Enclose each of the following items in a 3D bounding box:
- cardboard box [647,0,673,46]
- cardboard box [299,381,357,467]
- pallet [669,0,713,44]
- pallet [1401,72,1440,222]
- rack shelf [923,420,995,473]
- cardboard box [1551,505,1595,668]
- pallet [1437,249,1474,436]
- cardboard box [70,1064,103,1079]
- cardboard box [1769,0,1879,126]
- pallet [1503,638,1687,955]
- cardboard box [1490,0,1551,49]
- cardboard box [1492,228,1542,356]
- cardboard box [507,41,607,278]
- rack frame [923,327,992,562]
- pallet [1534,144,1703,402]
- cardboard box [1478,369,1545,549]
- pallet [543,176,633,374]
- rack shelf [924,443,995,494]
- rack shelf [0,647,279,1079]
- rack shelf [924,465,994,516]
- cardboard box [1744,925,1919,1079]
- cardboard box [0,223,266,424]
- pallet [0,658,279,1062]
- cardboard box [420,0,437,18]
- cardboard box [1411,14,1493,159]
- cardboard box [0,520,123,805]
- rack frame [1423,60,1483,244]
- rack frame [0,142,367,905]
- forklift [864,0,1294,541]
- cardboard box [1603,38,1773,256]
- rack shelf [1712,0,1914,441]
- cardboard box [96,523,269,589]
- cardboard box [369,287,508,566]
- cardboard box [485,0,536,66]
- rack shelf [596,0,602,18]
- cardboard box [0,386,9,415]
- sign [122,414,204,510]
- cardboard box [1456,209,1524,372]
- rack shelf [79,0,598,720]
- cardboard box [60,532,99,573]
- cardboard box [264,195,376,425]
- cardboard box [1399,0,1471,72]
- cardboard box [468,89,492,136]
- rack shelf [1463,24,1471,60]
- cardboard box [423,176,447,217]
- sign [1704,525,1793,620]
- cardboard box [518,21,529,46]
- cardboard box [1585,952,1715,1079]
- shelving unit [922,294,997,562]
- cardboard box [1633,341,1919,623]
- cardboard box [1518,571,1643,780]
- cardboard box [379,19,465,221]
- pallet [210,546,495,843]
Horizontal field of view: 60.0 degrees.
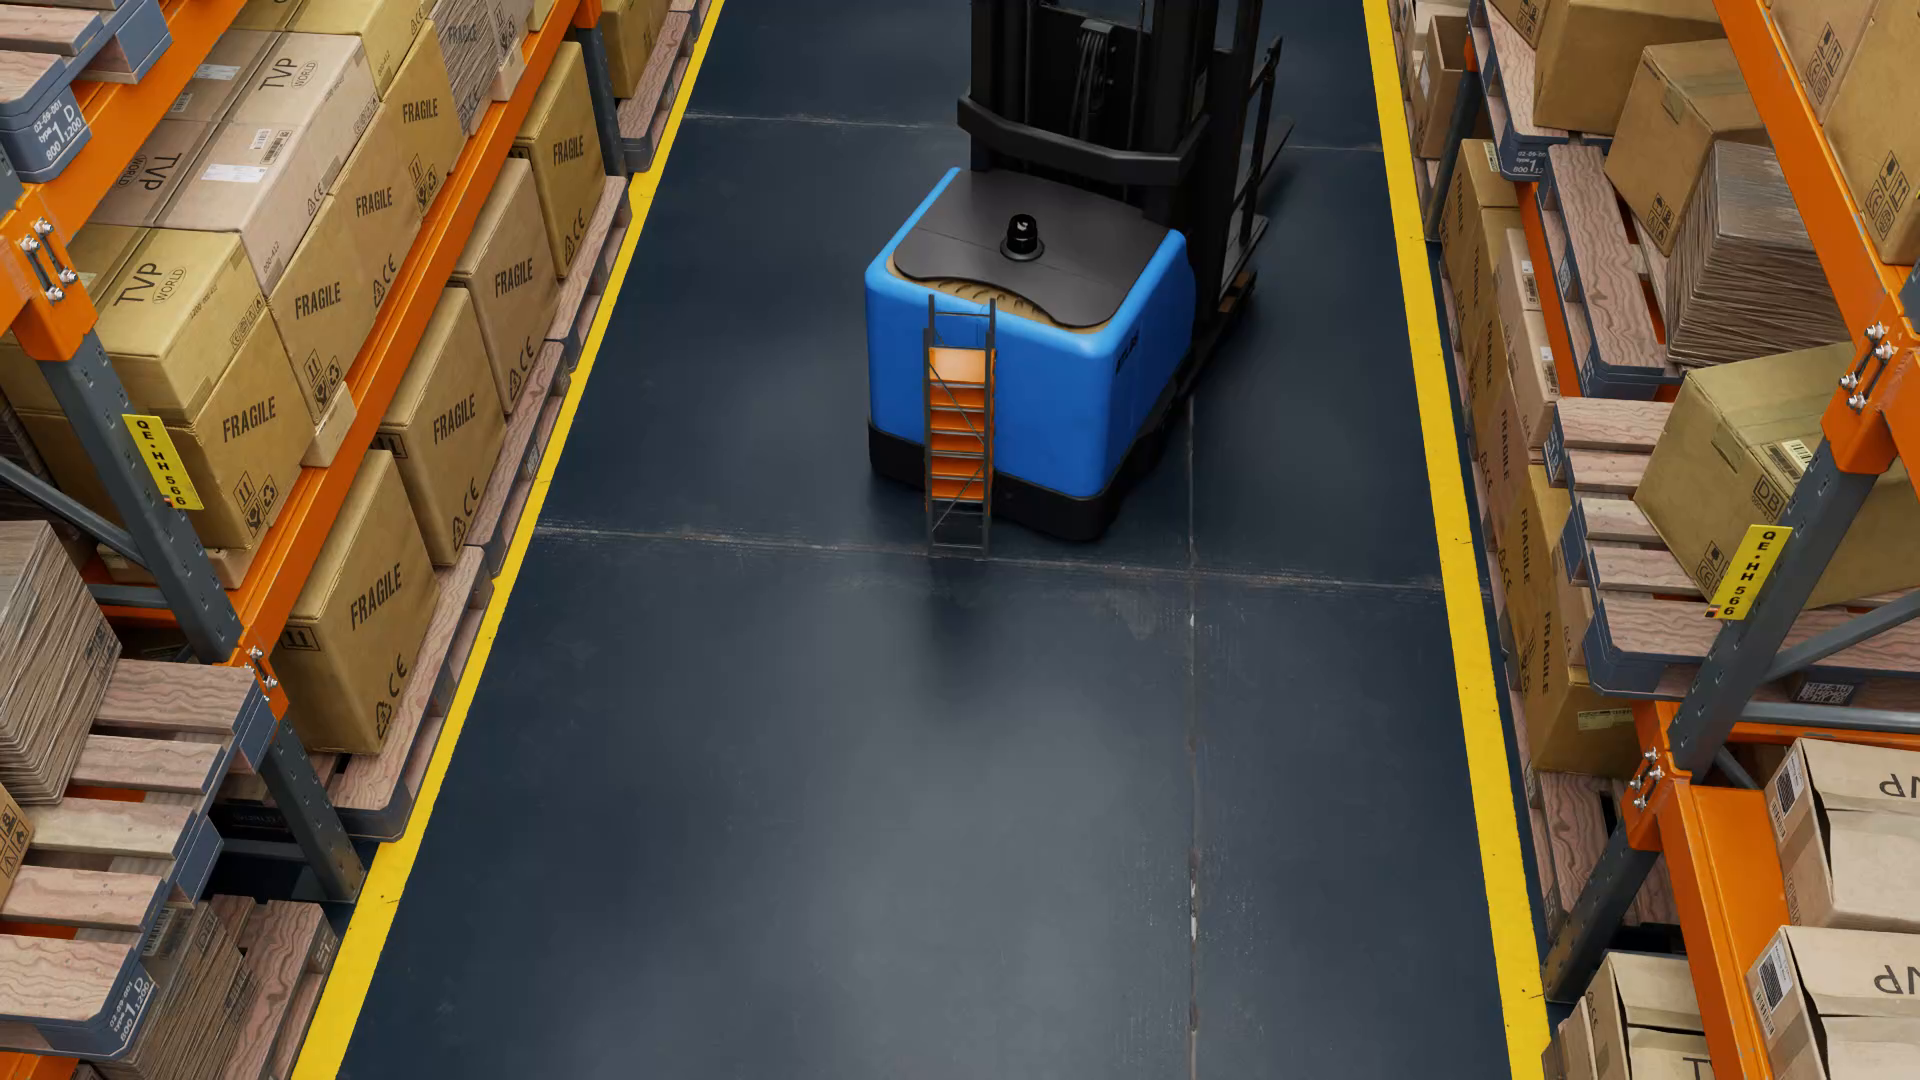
[{"bbox_3d":[-1.952,-3.006,8.876,0.700,0.500,0.500,3,48,3],"label":"cardboard box"},{"bbox_3d":[-2.135,-0.380,5.221,0.380,0.149,0.250,5,48,5],"label":"cardboard box"},{"bbox_3d":[-1.916,-3.308,9.632,1.003,0.211,1.213,4,48,4],"label":"pallet"},{"bbox_3d":[2.825,-2.029,8.463,1.003,0.211,1.213,4,48,4],"label":"pallet"},{"bbox_3d":[-0.001,-0.364,6.330,0.258,0.103,0.180,4,48,4],"label":"rack shelf"},{"bbox_3d":[2.250,0.171,5.449,0.500,0.250,0.500,6,48,5],"label":"cardboard box"},{"bbox_3d":[2.725,-0.925,7.453,1.003,0.211,1.213,4,48,4],"label":"pallet"},{"bbox_3d":[-2.713,1.741,4.520,0.700,0.500,0.500,4,48,3],"label":"cardboard box"},{"bbox_3d":[2.450,-1.270,3.779,0.910,0.500,0.500,4,48,4],"label":"cardboard box"},{"bbox_3d":[2.503,0.868,5.813,1.003,0.211,1.213,4,48,4],"label":"pallet"},{"bbox_3d":[2.496,-2.308,6.476,0.700,0.500,0.500,-11,48,-10],"label":"cardboard box"},{"bbox_3d":[2.384,-0.950,6.474,0.500,0.250,0.500,4,48,4],"label":"cardboard box"},{"bbox_3d":[-2.102,-1.726,7.468,0.750,0.750,0.750,4,48,4],"label":"cardboard box"},{"bbox_3d":[-0.010,-0.327,6.236,0.240,1.200,0.006,4,48,4],"label":"rack frame"},{"bbox_3d":[2.570,-0.891,5.662,1.003,0.211,1.213,4,48,4],"label":"pallet"},{"bbox_3d":[2.338,-0.301,6.388,0.500,0.500,0.500,2,48,2],"label":"cardboard box"},{"bbox_3d":[-2.167,-1.283,7.781,1.003,0.211,1.213,4,48,4],"label":"pallet"},{"bbox_3d":[-0.001,-0.283,6.419,0.258,0.103,0.180,4,48,4],"label":"rack shelf"},{"bbox_3d":[-2.719,1.855,3.508,1.077,0.370,4.000,4,48,4],"label":"rack shelf"},{"bbox_3d":[-0.001,-0.202,6.507,0.258,0.103,0.180,4,48,4],"label":"rack shelf"},{"bbox_3d":[2.123,1.148,3.728,0.500,0.311,0.500,3,48,3],"label":"cardboard box"},{"bbox_3d":[-2.235,-0.589,4.464,0.500,0.250,0.500,5,48,4],"label":"cardboard box"},{"bbox_3d":[-2.495,0.738,4.172,1.213,0.211,1.003,4,48,4],"label":"pallet"},{"bbox_3d":[-2.062,-2.080,5.829,0.500,0.250,0.500,5,48,4],"label":"cardboard box"},{"bbox_3d":[2.531,-2.209,8.133,0.500,0.500,0.500,4,48,4],"label":"cardboard box"},{"bbox_3d":[-2.569,0.307,4.071,0.700,0.500,0.500,-1,48,-1],"label":"cardboard box"},{"bbox_3d":[2.762,-2.466,6.973,1.000,3.000,0.127,4,48,4],"label":"rack frame"},{"bbox_3d":[-2.536,0.143,4.587,1.000,3.000,0.127,4,48,4],"label":"rack frame"},{"bbox_3d":[0.723,-2.081,6.667,1.130,2.935,3.031,20,51,17],"label":"forklift"},{"bbox_3d":[2.662,-1.339,5.590,0.700,0.500,0.500,-7,48,-6],"label":"cardboard box"},{"bbox_3d":[2.579,-1.766,4.787,1.077,0.370,4.000,4,48,4],"label":"rack shelf"},{"bbox_3d":[-2.276,-0.005,4.879,0.380,0.149,0.250,3,48,3],"label":"cardboard box"},{"bbox_3d":[-2.252,-0.448,6.299,0.750,0.750,0.750,4,48,3],"label":"cardboard box"},{"bbox_3d":[-1.999,-2.206,6.452,0.500,0.500,0.500,4,48,4],"label":"cardboard box"},{"bbox_3d":[-1.989,-4.023,8.885,1.077,0.370,4.000,4,48,4],"label":"rack shelf"},{"bbox_3d":[-2.753,-0.602,4.477,0.500,0.250,0.500,5,48,5],"label":"cardboard box"},{"bbox_3d":[-1.995,-0.192,4.161,0.100,0.325,0.005,4,48,4],"label":"sign"},{"bbox_3d":[2.437,-1.039,7.063,0.500,0.500,0.500,4,48,4],"label":"cardboard box"},{"bbox_3d":[-2.354,-1.084,6.196,1.077,0.370,4.000,4,48,4],"label":"rack shelf"},{"bbox_3d":[-2.762,-0.036,4.906,0.380,0.149,0.250,5,48,4],"label":"cardboard box"},{"bbox_3d":[-2.180,-0.722,5.095,0.500,0.500,0.500,5,48,5],"label":"cardboard box"},{"bbox_3d":[2.599,-2.696,8.707,0.500,0.311,0.500,4,48,4],"label":"cardboard box"},{"bbox_3d":[-2.043,-1.703,6.432,0.380,0.149,0.250,4,48,4],"label":"cardboard box"},{"bbox_3d":[2.944,-3.693,8.582,1.077,0.370,4.000,4,48,4],"label":"rack shelf"},{"bbox_3d":[-2.116,-1.326,6.087,0.380,0.149,0.250,5,48,5],"label":"cardboard box"},{"bbox_3d":[1.856,0.080,3.913,0.100,0.325,0.005,4,48,4],"label":"sign"},{"bbox_3d":[-1.989,-2.077,6.773,0.380,0.149,0.250,5,48,5],"label":"cardboard box"},{"bbox_3d":[2.057,1.435,4.603,0.500,0.311,0.500,5,48,5],"label":"cardboard box"},{"bbox_3d":[-0.001,-0.394,6.298,0.258,1.200,0.189,4,48,4],"label":"shelving unit"},{"bbox_3d":[2.342,-0.173,4.523,0.700,0.500,0.500,-11,48,-10],"label":"cardboard box"},{"bbox_3d":[2.249,0.465,5.687,0.500,0.500,0.500,6,48,5],"label":"cardboard box"},{"bbox_3d":[-2.094,-1.470,5.779,0.500,0.500,0.500,5,48,5],"label":"cardboard box"},{"bbox_3d":[-2.389,0.510,6.141,1.003,0.211,1.213,4,48,4],"label":"pallet"}]
